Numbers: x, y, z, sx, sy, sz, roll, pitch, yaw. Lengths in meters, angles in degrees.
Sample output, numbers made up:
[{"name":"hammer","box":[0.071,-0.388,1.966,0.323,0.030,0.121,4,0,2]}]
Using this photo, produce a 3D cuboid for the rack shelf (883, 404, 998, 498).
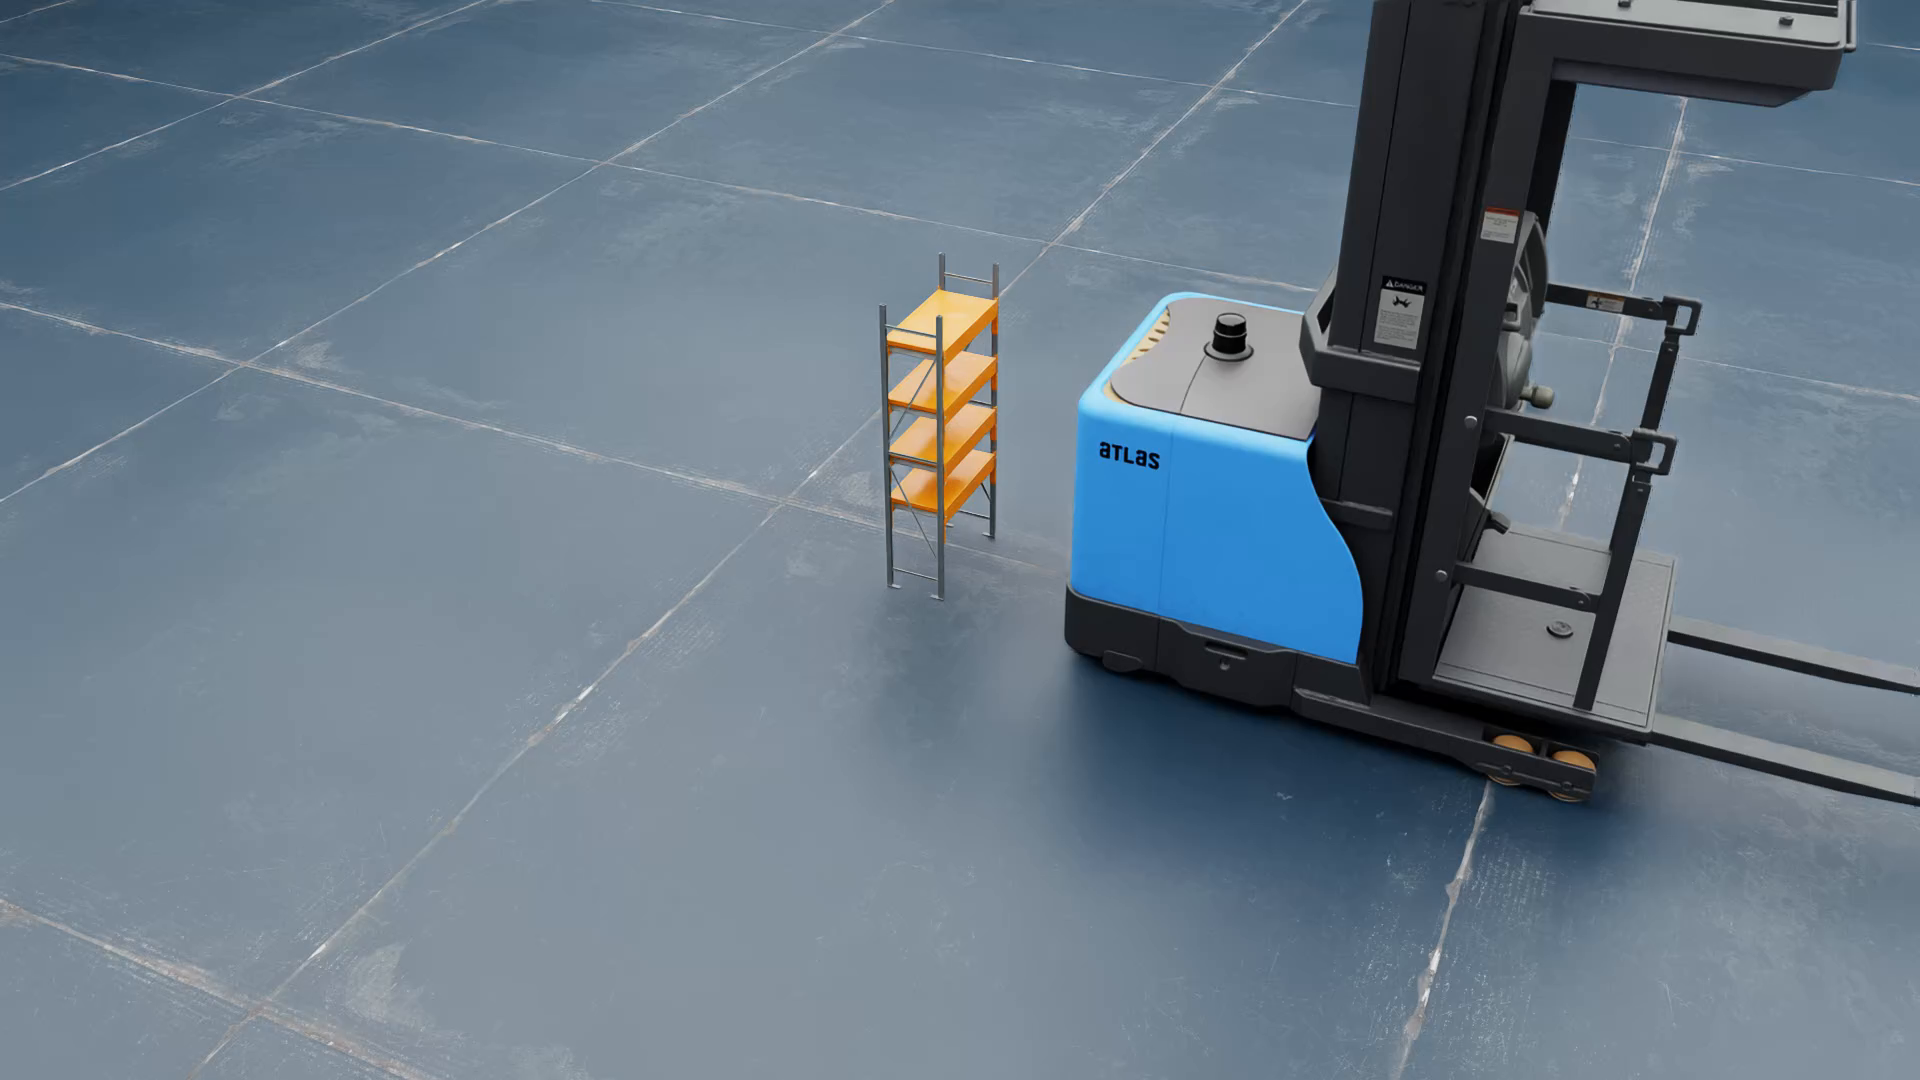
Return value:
[{"name":"rack shelf","box":[-0.069,-0.363,6.332,0.258,0.148,0.480,14,36,20]}]

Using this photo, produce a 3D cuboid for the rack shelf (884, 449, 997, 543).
[{"name":"rack shelf","box":[-0.069,-0.197,6.441,0.258,0.148,0.480,14,36,20]}]

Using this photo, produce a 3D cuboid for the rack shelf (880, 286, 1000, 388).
[{"name":"rack shelf","box":[-0.069,-0.748,6.080,0.258,0.148,0.480,14,36,20]}]

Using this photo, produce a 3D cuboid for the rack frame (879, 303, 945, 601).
[{"name":"rack frame","box":[-0.171,-0.298,6.110,0.240,1.200,0.015,14,36,20]}]

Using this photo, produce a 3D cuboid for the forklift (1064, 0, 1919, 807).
[{"name":"forklift","box":[1.942,-0.702,5.147,3.031,2.935,1.130,14,36,20]}]

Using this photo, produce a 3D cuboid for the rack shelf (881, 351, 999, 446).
[{"name":"rack shelf","box":[-0.069,-0.550,6.210,0.258,0.148,0.480,14,36,20]}]

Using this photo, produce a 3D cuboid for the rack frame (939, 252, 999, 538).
[{"name":"rack frame","box":[0.033,-0.541,6.481,0.240,1.200,0.015,14,36,20]}]

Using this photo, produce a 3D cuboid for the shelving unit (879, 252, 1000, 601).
[{"name":"shelving unit","box":[-0.069,-0.419,6.295,0.258,1.200,0.503,14,36,20]}]
